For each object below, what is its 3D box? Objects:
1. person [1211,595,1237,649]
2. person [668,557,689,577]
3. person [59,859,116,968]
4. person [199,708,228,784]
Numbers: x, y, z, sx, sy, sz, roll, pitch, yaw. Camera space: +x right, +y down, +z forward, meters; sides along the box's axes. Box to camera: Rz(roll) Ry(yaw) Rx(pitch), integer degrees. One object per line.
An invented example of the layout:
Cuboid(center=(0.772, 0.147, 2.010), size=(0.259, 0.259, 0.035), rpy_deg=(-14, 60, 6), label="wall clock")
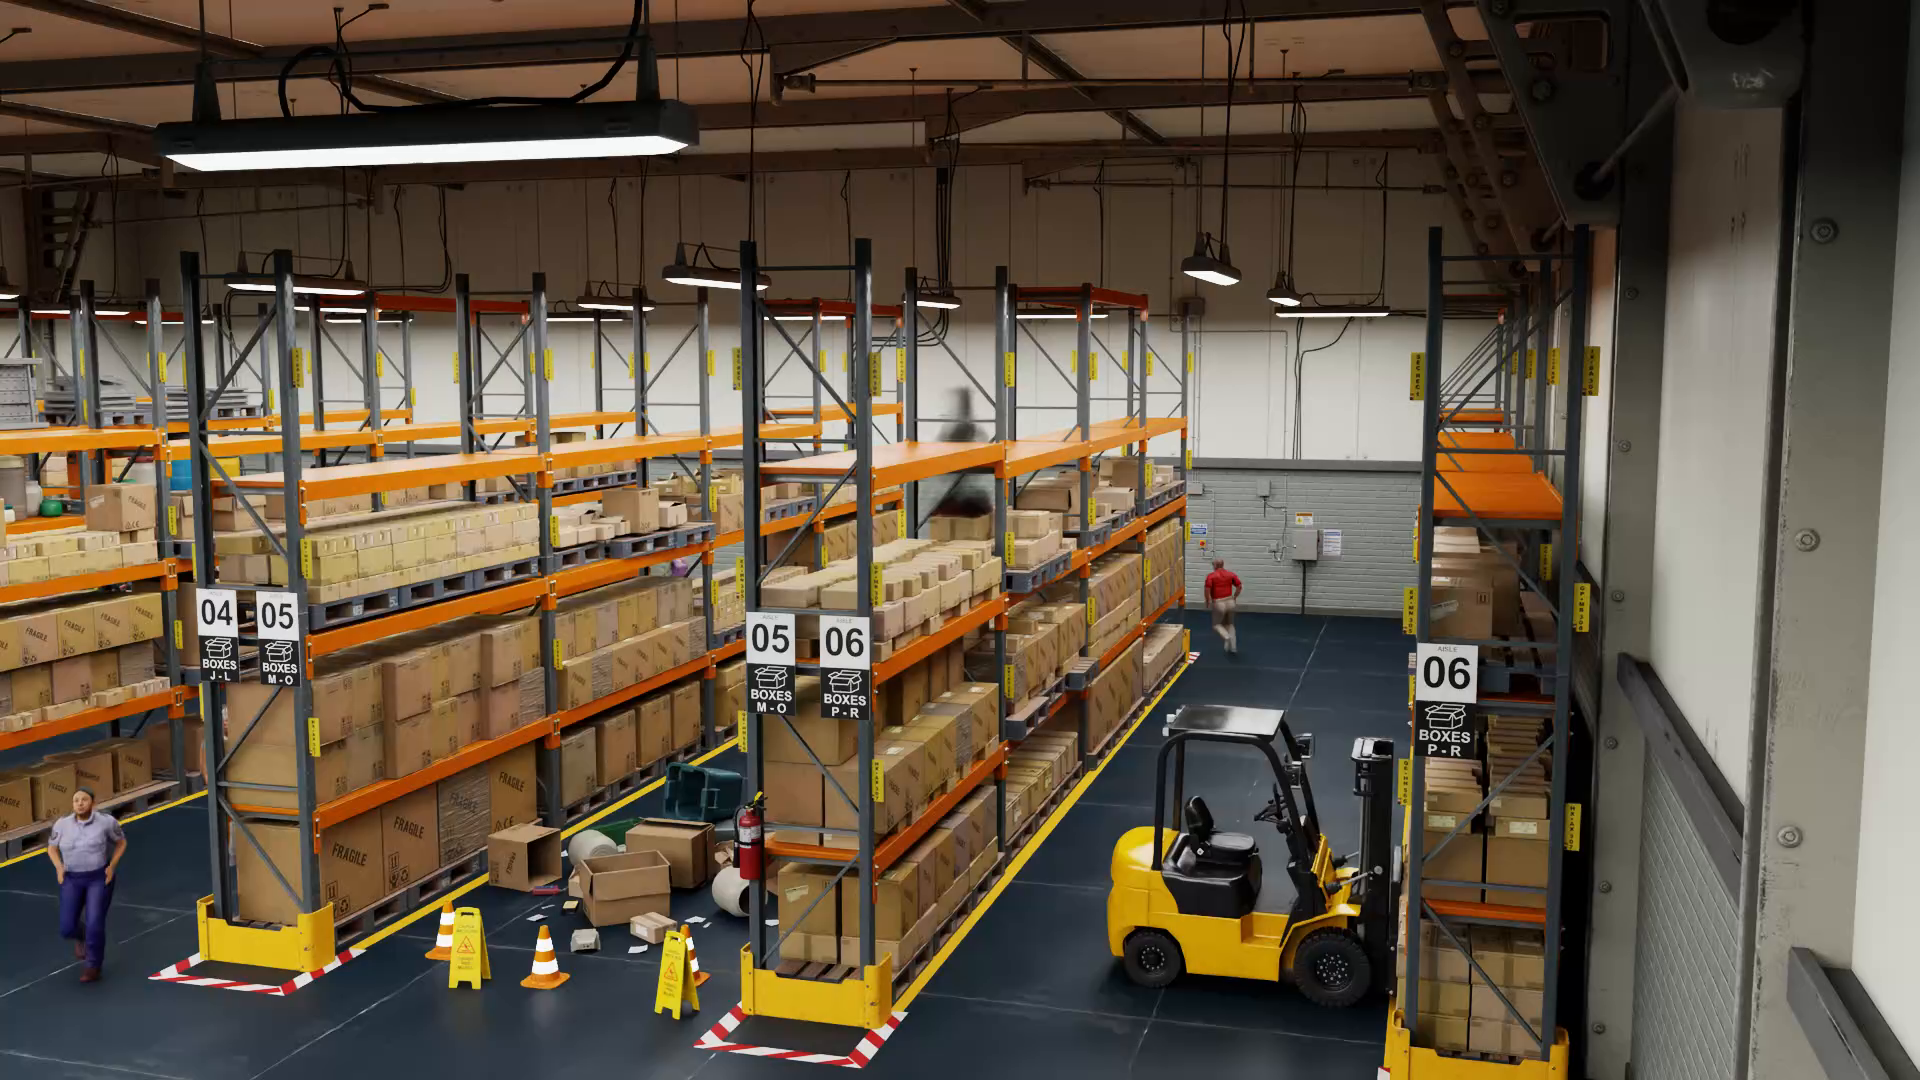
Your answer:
Cuboid(center=(4.560, 1.405, 28.756), size=(0.455, 0.931, 0.501), rpy_deg=(-2, 7, -13), label="person")
Cuboid(center=(-5.416, 0.804, 31.834), size=(0.549, 1.475, 0.514), rpy_deg=(-6, 8, -41), label="person")
Cuboid(center=(-7.253, 3.108, 13.866), size=(0.414, 0.904, 0.489), rpy_deg=(-2, 7, -17), label="person")
Cuboid(center=(-7.433, 2.119, 16.860), size=(0.638, 0.859, 0.446), rpy_deg=(-1, 6, -5), label="person")
